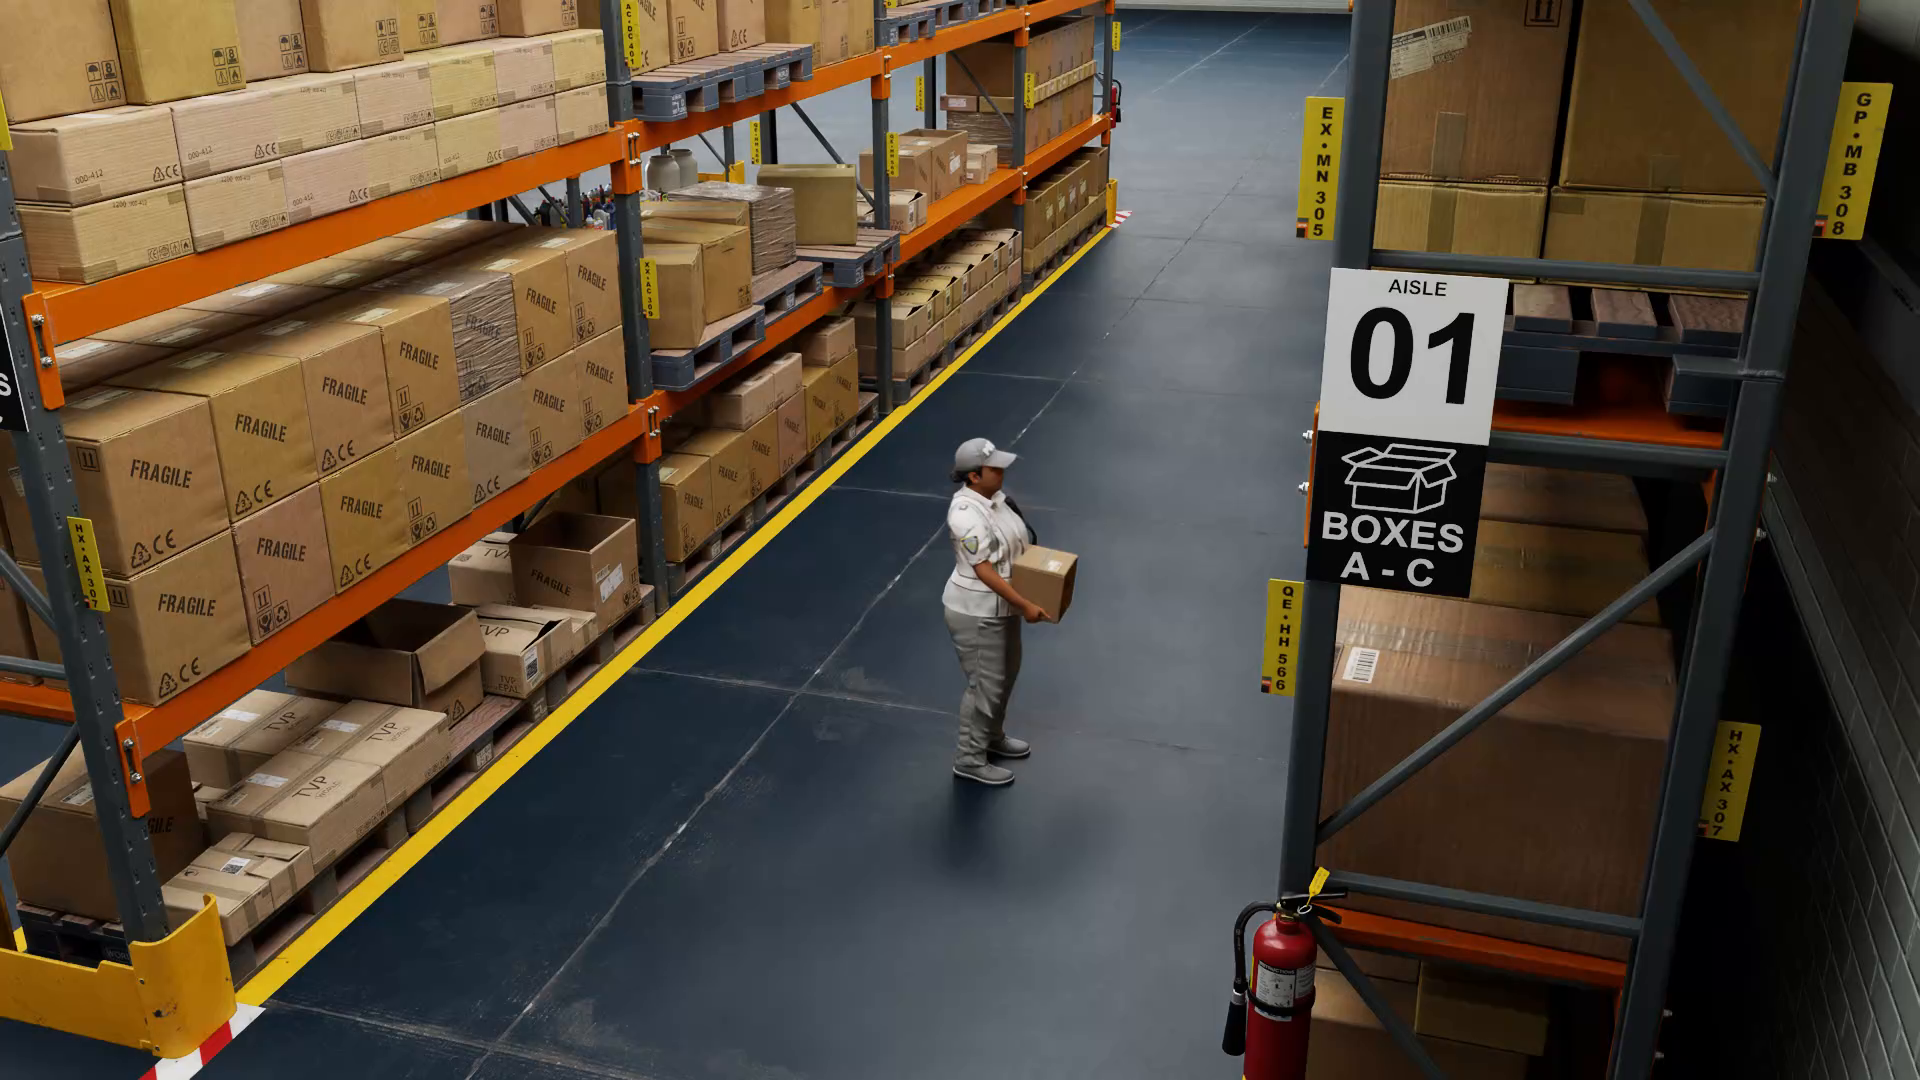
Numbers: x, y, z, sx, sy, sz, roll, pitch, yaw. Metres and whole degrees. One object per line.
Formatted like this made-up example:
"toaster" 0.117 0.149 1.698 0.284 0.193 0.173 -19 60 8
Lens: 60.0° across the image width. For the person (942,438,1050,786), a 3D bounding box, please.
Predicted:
"person" 0.197 0.329 7.789 0.535 1.654 0.452 7 23 16
